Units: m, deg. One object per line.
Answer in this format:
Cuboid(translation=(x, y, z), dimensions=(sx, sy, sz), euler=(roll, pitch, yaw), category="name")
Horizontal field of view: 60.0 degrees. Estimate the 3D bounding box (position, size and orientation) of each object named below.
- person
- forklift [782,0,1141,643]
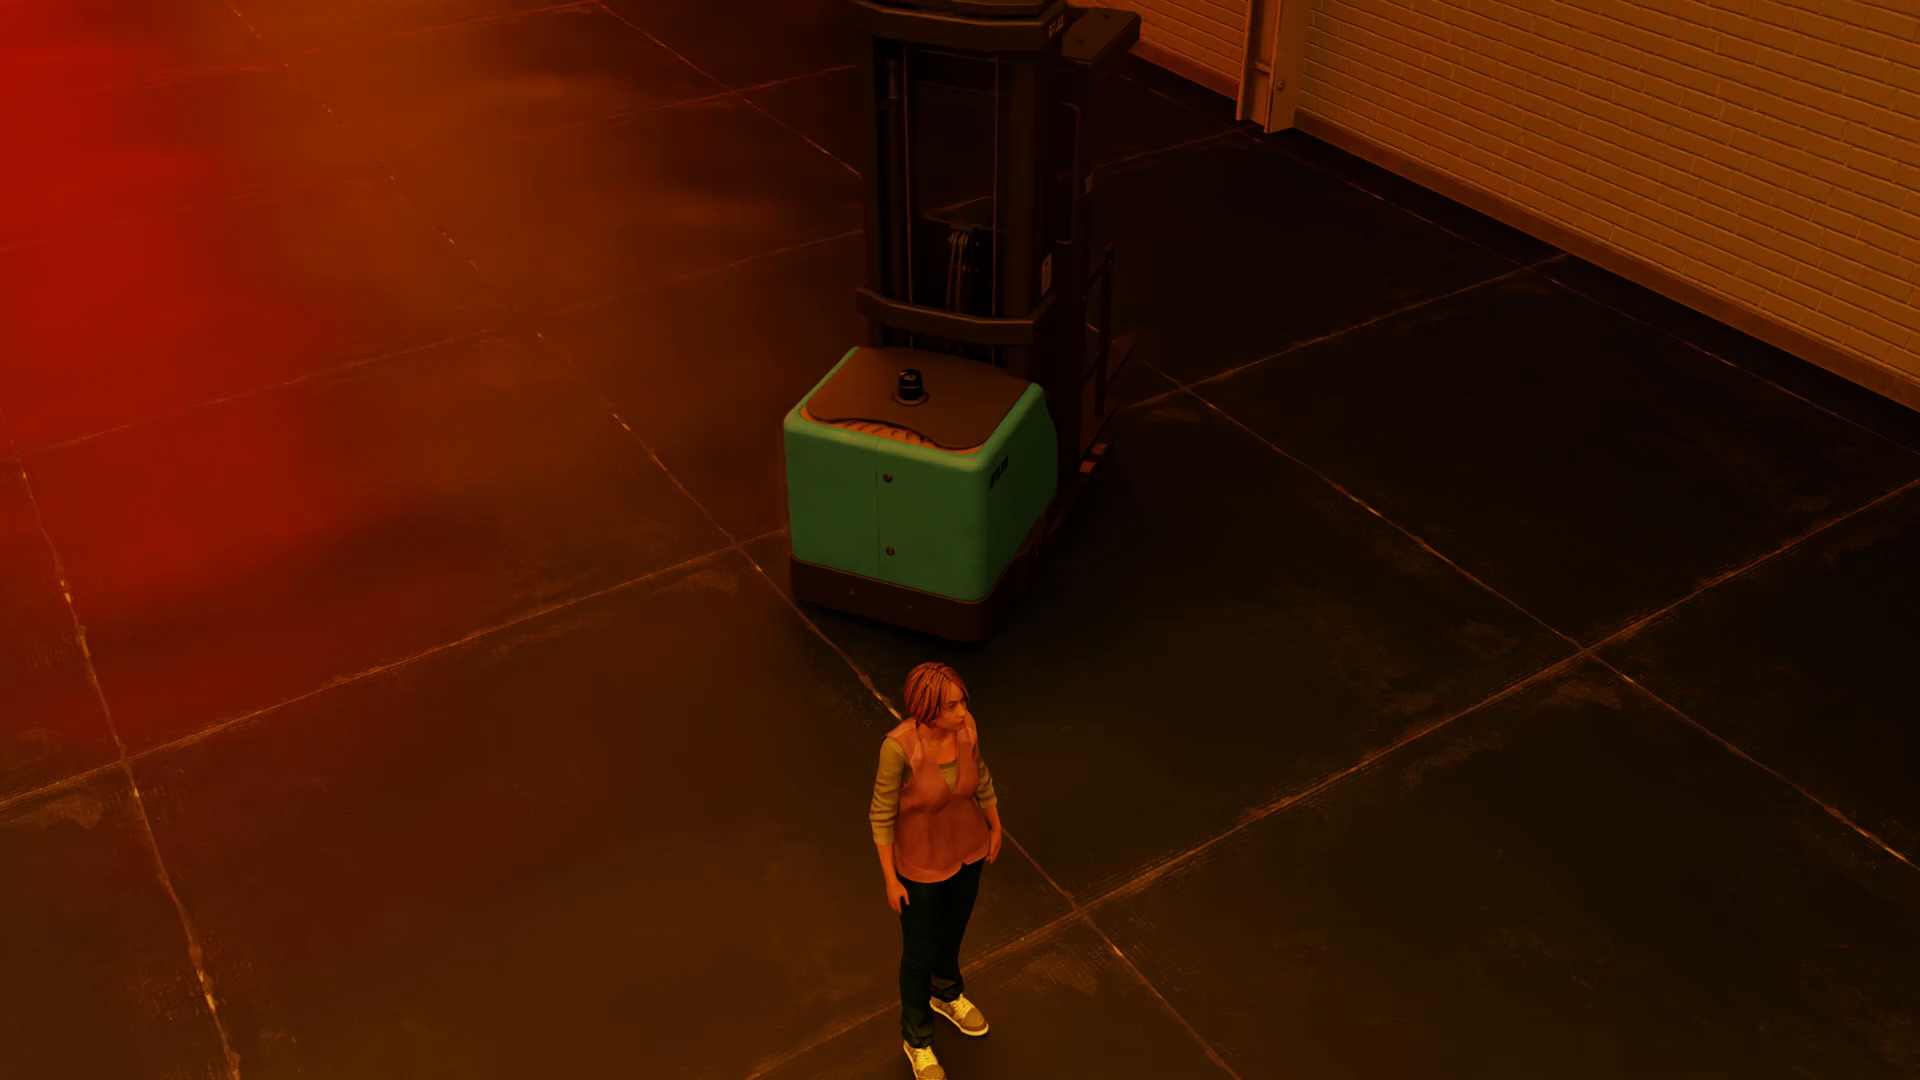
Cuboid(translation=(-0.035, 1.129, 5.691), dimensions=(0.525, 1.602, 0.470), euler=(-25, 42, -31), category="person")
Cuboid(translation=(0.199, -1.551, 8.355), dimensions=(1.130, 2.935, 3.031), euler=(13, 37, 18), category="forklift")
